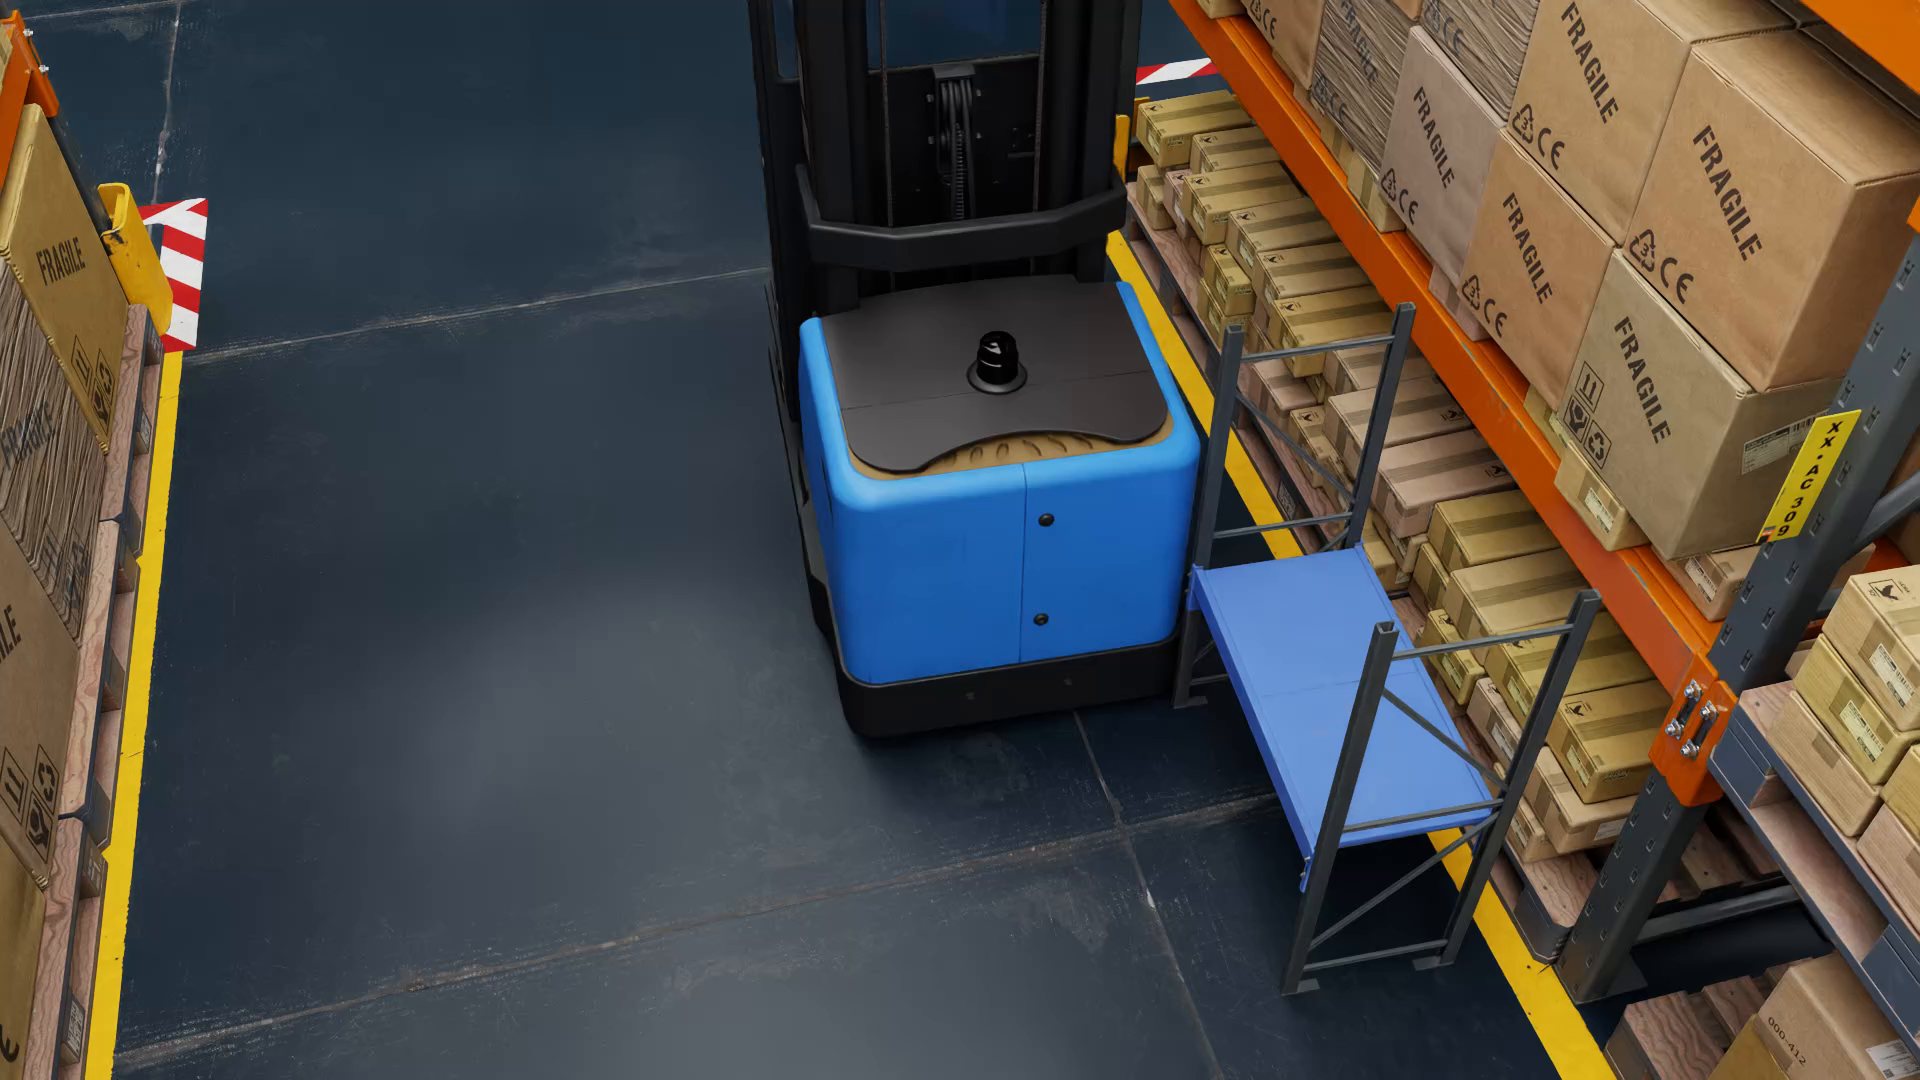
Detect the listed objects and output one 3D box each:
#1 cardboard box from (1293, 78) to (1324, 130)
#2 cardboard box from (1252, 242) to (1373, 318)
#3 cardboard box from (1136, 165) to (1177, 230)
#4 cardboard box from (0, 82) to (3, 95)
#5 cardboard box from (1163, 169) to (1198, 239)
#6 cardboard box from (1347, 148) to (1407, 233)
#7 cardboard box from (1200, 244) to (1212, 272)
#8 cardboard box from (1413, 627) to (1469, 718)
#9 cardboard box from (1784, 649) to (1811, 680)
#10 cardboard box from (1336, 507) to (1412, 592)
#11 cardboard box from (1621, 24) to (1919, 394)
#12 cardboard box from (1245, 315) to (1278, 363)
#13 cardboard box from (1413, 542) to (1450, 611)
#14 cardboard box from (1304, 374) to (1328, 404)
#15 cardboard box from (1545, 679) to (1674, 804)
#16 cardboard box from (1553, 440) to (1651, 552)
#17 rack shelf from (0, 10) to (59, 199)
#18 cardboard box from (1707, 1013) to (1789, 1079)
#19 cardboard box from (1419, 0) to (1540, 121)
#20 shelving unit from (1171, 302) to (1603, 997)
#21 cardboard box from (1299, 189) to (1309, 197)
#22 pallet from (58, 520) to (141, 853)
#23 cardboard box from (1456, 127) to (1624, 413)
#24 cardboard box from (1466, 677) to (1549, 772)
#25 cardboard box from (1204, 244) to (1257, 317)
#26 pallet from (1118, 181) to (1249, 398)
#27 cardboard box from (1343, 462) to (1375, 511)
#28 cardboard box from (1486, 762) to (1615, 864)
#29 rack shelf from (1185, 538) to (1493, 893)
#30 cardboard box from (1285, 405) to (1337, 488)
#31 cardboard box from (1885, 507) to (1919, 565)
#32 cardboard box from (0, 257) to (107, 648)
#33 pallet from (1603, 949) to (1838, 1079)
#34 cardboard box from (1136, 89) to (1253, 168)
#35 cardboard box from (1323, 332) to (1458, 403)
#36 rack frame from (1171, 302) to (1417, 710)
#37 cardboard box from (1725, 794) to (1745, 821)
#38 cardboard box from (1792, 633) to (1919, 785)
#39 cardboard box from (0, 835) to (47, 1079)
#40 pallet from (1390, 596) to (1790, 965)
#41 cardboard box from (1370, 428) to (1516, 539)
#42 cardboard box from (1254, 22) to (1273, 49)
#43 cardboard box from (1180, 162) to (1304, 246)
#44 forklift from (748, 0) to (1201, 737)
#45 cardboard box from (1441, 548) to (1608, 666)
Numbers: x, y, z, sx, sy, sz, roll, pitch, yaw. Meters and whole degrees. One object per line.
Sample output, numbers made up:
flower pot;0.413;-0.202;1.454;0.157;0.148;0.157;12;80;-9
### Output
cardboard box;1.278;-1.423;5.220;0.380;0.149;0.250;-12;47;-11
cardboard box;1.248;-0.898;5.815;0.380;0.149;0.250;-9;46;-9
cardboard box;0.934;-1.408;6.732;0.380;0.149;0.250;-10;46;-10
cardboard box;-3.234;-1.389;5.187;0.380;0.149;0.250;-10;46;-10
cardboard box;1.011;-1.324;6.442;0.380;0.149;0.250;-11;47;-11
cardboard box;1.364;-1.050;4.855;0.380;0.149;0.250;-10;46;-10
cardboard box;1.150;-1.072;6.403;0.380;0.149;0.250;-10;46;-10
cardboard box;1.588;0.359;5.000;0.380;0.149;0.250;-12;47;-12
cardboard box;2.245;0.449;4.495;0.380;0.149;0.250;-9;46;-9
cardboard box;1.438;0.010;5.342;0.380;0.149;0.250;-11;47;-10
cardboard box;1.751;-0.682;3.340;0.500;0.500;0.500;-12;47;-12
cardboard box;1.267;-0.717;6.055;0.380;0.149;0.250;-11;47;-10
cardboard box;1.609;0.112;5.033;0.380;0.149;0.250;-10;46;-10
cardboard box;1.389;-0.629;5.760;0.380;0.149;0.250;-9;46;-8
cardboard box;1.791;0.527;4.419;0.380;0.149;0.250;-9;46;-9
cardboard box;1.663;-0.142;3.965;0.380;0.149;0.250;-12;47;-11
rack shelf;-3.199;-0.210;4.359;1.077;0.370;4.000;-11;47;-10
cardboard box;2.066;1.369;3.764;0.500;0.500;0.500;-9;46;-9
cardboard box;1.497;-1.394;4.037;0.500;0.500;0.500;-10;46;-9
shelving unit;1.015;0.318;4.389;0.538;1.500;1.048;-8;46;-8
cardboard box;1.535;-1.430;6.545;0.380;0.149;0.250;-12;47;-11
pallet;-3.122;0.512;5.100;1.003;0.211;1.213;-11;47;-10
cardboard box;1.605;-0.698;4.055;0.500;0.500;0.500;-12;47;-11
cardboard box;1.664;0.485;4.668;0.380;0.149;0.250;-13;47;-12
cardboard box;1.120;-0.975;6.099;0.380;0.149;0.250;-9;46;-9
pallet;1.302;-1.083;6.664;1.003;0.211;1.213;-11;47;-10
cardboard box;1.476;-0.249;5.387;0.380;0.149;0.250;-13;47;-12
cardboard box;1.704;0.725;4.642;0.380;0.149;0.250;-10;46;-10
rack shelf;1.015;0.444;4.517;0.538;0.185;1.000;-8;46;-8
cardboard box;1.343;-0.343;5.688;0.380;0.149;0.250;-11;47;-10
cardboard box;2.377;-0.085;3.909;0.380;0.149;0.250;-9;46;-9
cardboard box;-3.237;-0.190;5.030;0.875;0.875;0.875;-11;47;-10
pallet;2.334;1.596;4.038;1.003;0.211;1.213;-11;47;-10
cardboard box;0.915;-1.613;6.516;0.380;0.149;0.250;-13;47;-12
cardboard box;1.428;-0.552;5.476;0.380;0.149;0.250;-11;47;-10
rack frame;0.914;-0.038;4.737;0.500;1.500;0.032;-8;46;-8
cardboard box;2.351;0.623;4.741;0.380;0.149;0.250;-13;47;-12
cardboard box;1.789;0.275;3.054;0.380;0.149;0.250;-10;46;-10
cardboard box;-2.779;1.046;3.818;0.875;0.875;0.875;-11;47;-10
pallet;1.927;0.601;5.013;1.003;0.211;1.213;-11;47;-10
cardboard box;1.467;-0.176;5.108;0.380;0.149;0.250;-13;47;-12
cardboard box;1.196;-1.790;5.580;0.380;0.149;0.250;-9;46;-8
cardboard box;1.042;-1.247;6.157;0.380;0.149;0.250;-11;47;-10
forklift;-0.109;-1.494;5.162;1.130;2.935;3.031;-8;46;-8
cardboard box;1.616;0.187;4.752;0.380;0.149;0.250;-11;47;-11
